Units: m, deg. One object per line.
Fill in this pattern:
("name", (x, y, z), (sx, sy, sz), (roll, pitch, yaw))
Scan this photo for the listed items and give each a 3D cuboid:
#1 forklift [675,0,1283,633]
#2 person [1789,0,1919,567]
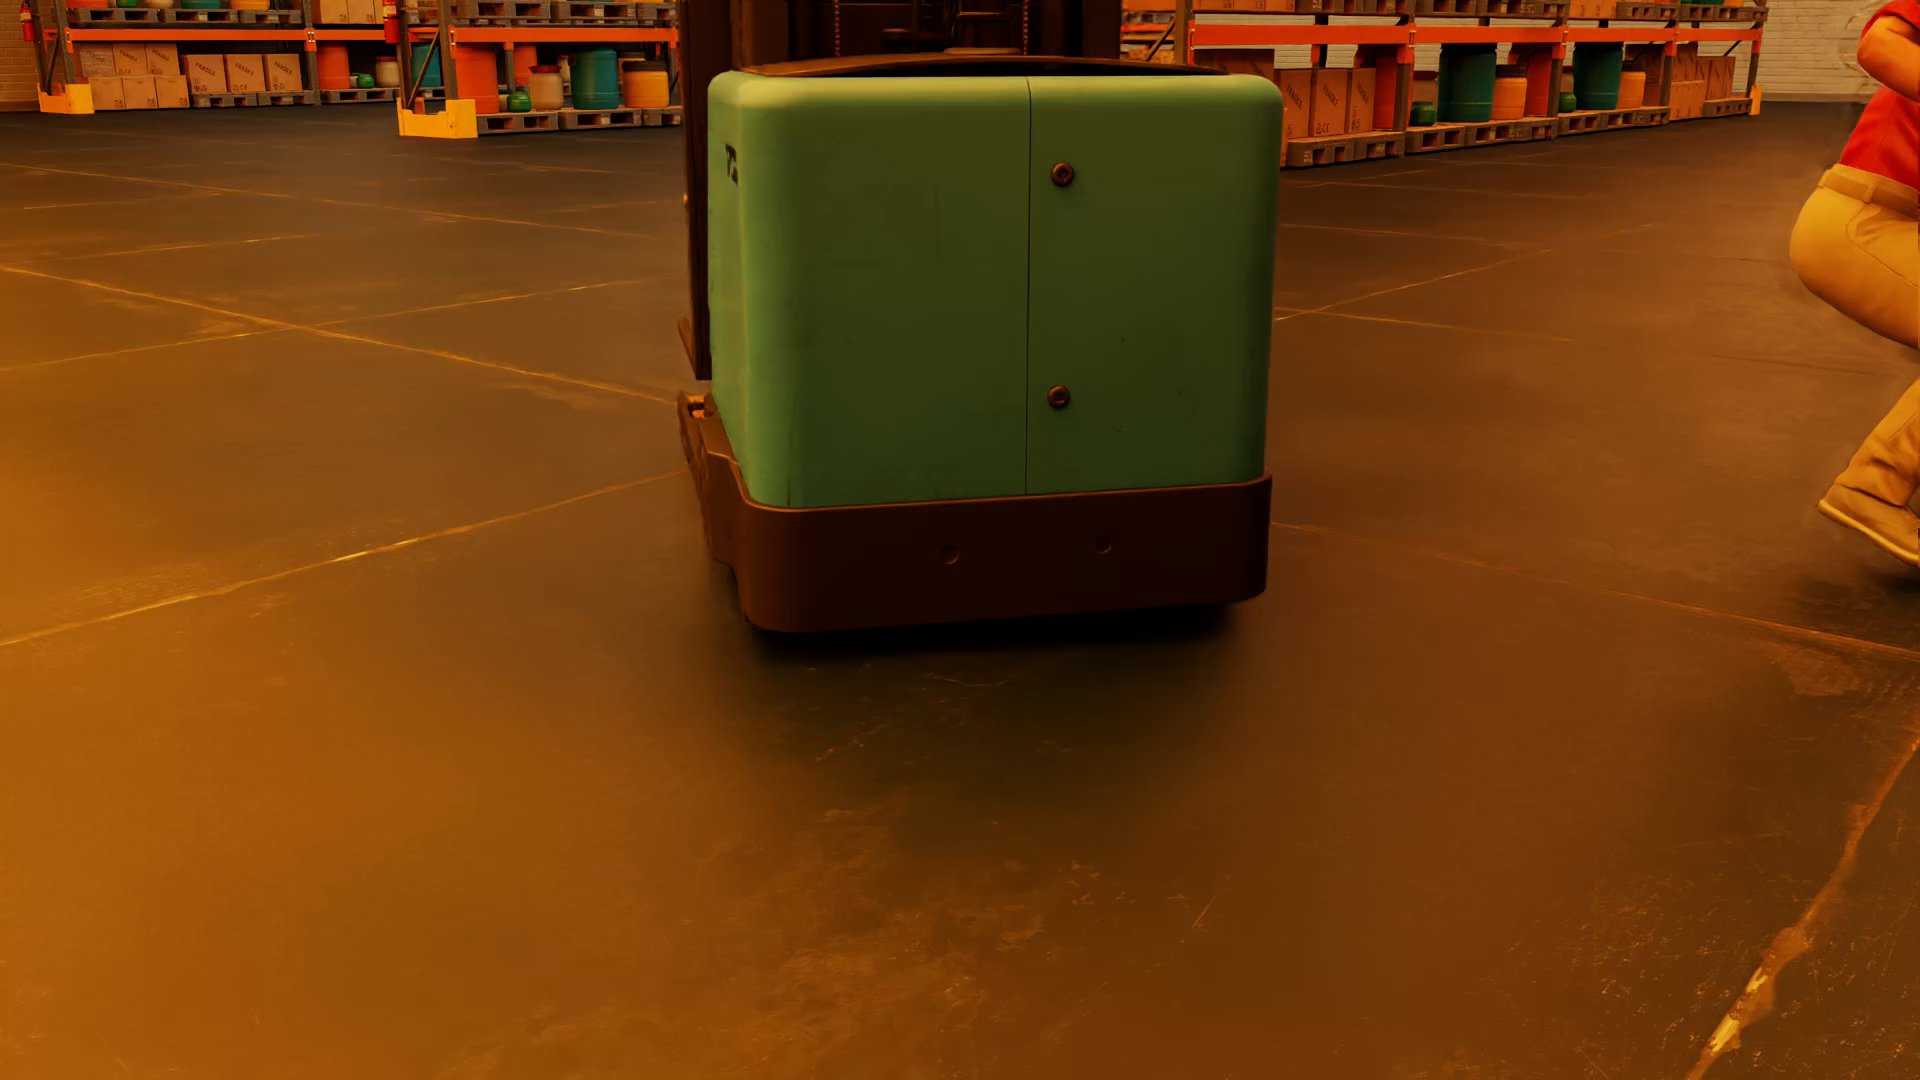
("forklift", (-0.196, -1.615, 4.215), (1.130, 2.935, 3.031), (-4, 17, -12))
("person", (2.348, -0.650, 3.678), (0.840, 1.513, 0.849), (-13, 21, -37))
